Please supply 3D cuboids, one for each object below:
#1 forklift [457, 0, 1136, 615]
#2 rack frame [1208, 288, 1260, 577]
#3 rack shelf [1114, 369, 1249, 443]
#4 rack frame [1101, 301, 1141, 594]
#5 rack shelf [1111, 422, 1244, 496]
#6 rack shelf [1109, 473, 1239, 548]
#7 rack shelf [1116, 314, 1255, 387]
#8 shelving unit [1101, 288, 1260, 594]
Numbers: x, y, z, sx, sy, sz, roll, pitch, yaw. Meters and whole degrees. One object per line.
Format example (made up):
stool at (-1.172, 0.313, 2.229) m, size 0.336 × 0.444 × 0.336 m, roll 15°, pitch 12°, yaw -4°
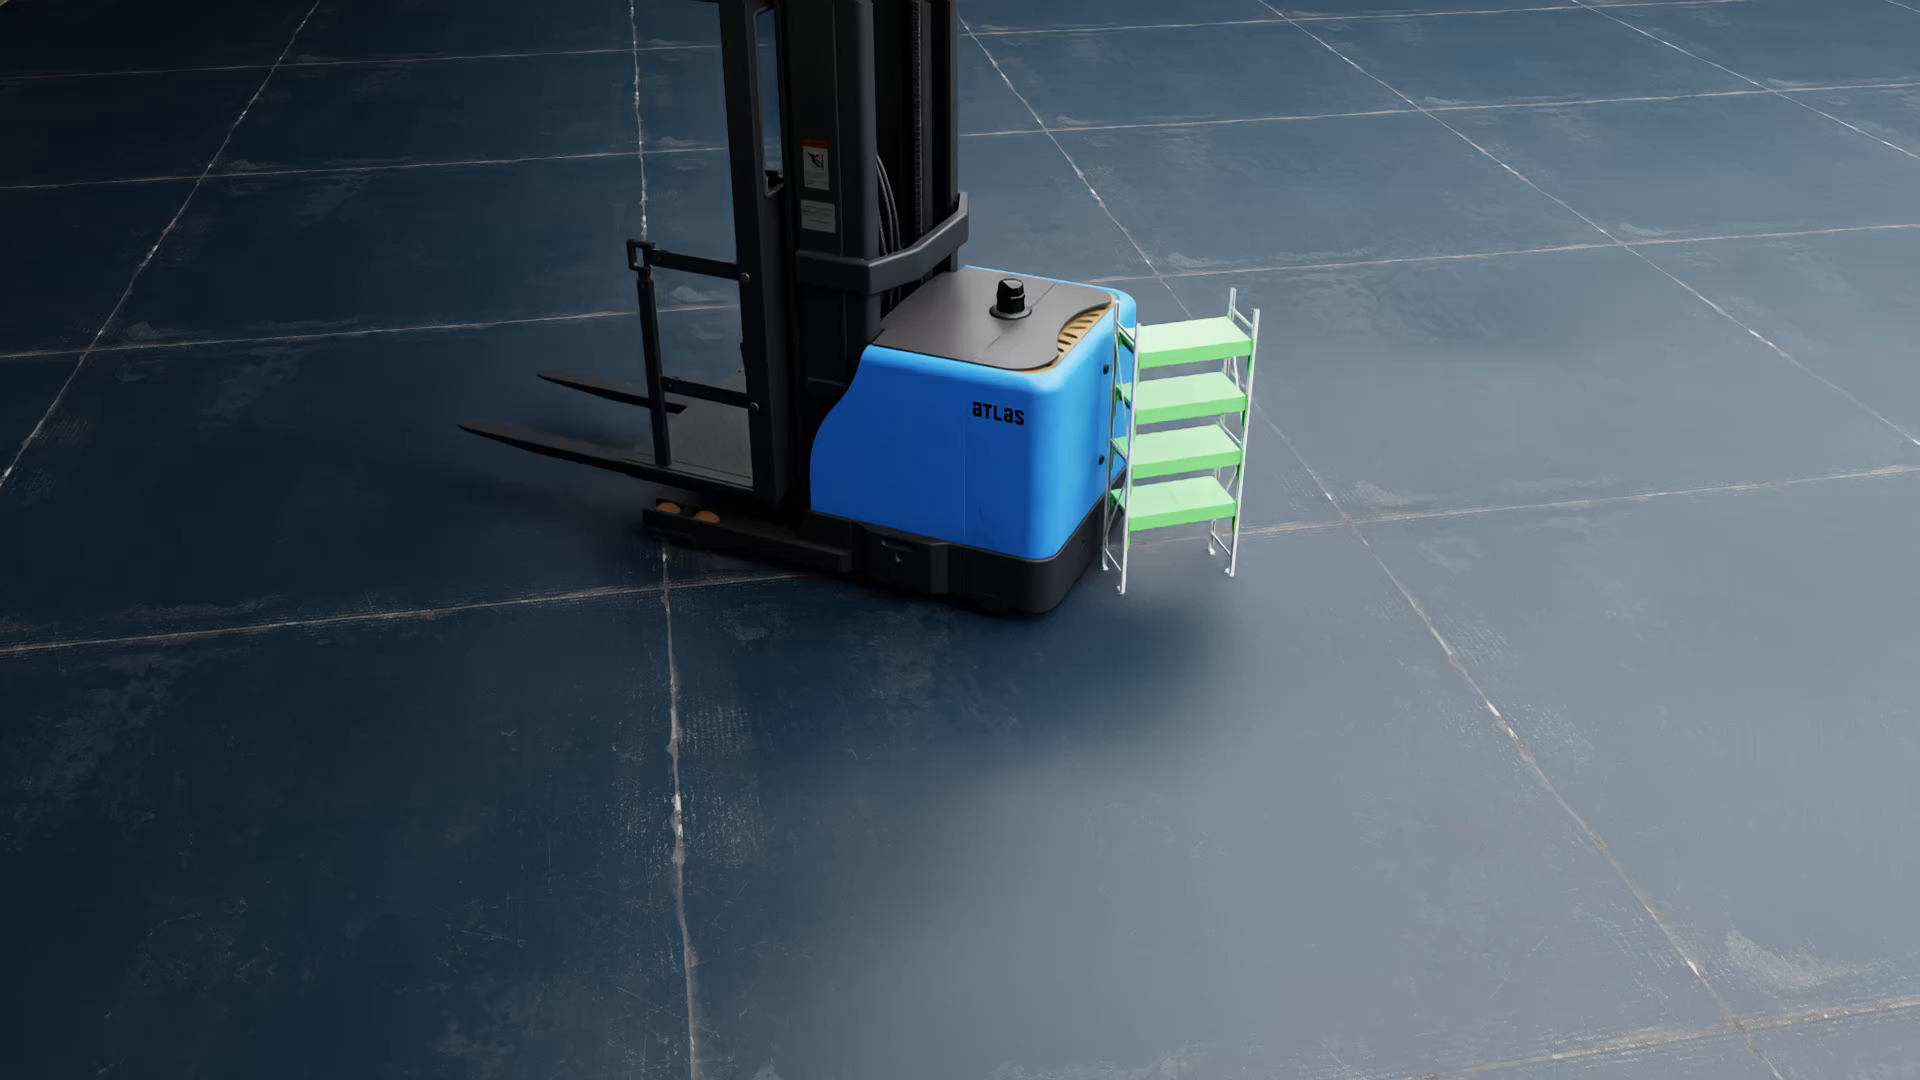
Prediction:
forklift at (-0.819, -1.449, 6.822) m, size 3.031 × 2.935 × 1.130 m, roll 13°, pitch 33°, yaw 21°
rack frame at (1.110, -0.421, 6.782) m, size 0.015 × 1.200 × 0.240 m, roll -8°, pitch 31°, yaw -14°
rack shelf at (0.875, -0.538, 6.635) m, size 0.480 × 0.148 × 0.258 m, roll -8°, pitch 31°, yaw -14°
rack frame at (0.641, -0.352, 6.666) m, size 0.015 × 1.200 × 0.240 m, roll -8°, pitch 31°, yaw -14°
rack shelf at (0.875, -0.332, 6.756) m, size 0.480 × 0.148 × 0.258 m, roll -8°, pitch 31°, yaw -14°
rack shelf at (0.875, -0.125, 6.878) m, size 0.480 × 0.148 × 0.258 m, roll -8°, pitch 31°, yaw -14°
rack shelf at (0.875, -0.745, 6.513) m, size 0.480 × 0.148 × 0.258 m, roll -8°, pitch 31°, yaw -14°
shelving unit at (0.875, -0.387, 6.724) m, size 0.503 × 1.200 × 0.258 m, roll -8°, pitch 31°, yaw -14°
